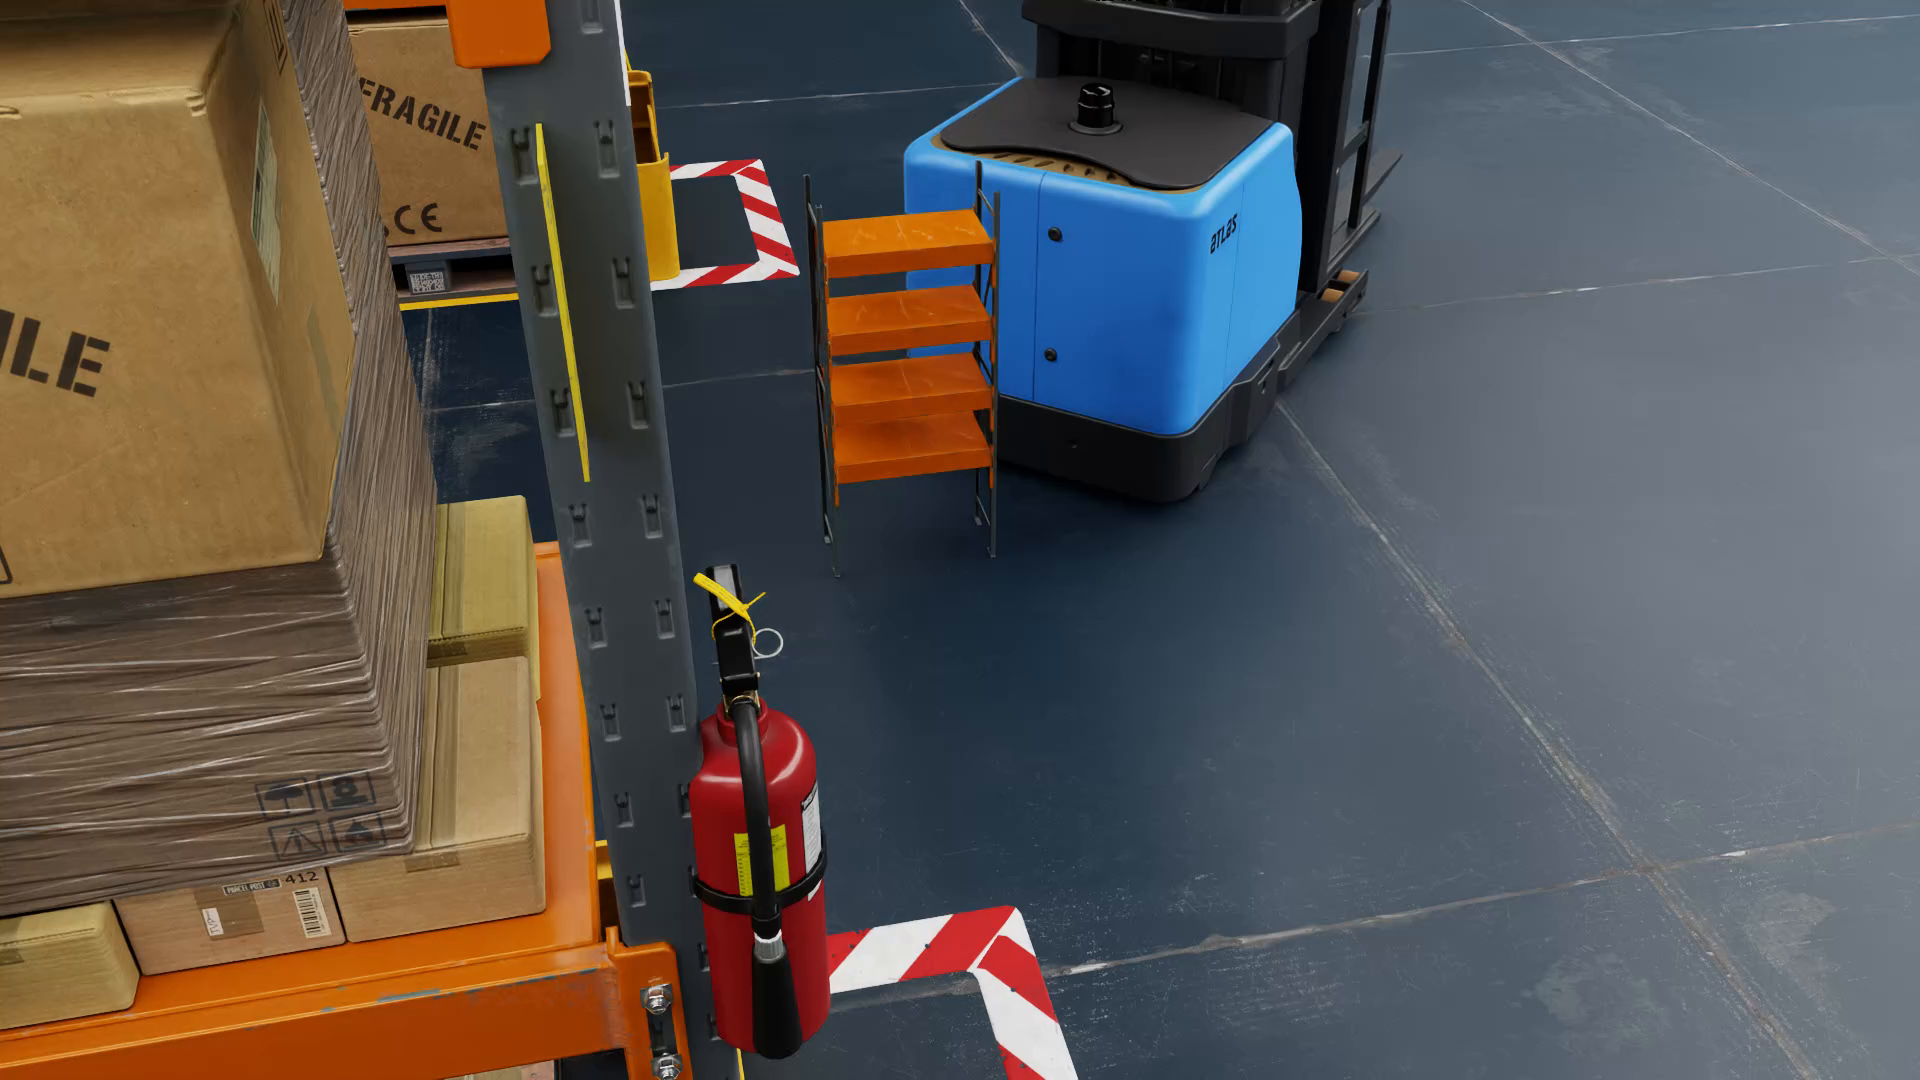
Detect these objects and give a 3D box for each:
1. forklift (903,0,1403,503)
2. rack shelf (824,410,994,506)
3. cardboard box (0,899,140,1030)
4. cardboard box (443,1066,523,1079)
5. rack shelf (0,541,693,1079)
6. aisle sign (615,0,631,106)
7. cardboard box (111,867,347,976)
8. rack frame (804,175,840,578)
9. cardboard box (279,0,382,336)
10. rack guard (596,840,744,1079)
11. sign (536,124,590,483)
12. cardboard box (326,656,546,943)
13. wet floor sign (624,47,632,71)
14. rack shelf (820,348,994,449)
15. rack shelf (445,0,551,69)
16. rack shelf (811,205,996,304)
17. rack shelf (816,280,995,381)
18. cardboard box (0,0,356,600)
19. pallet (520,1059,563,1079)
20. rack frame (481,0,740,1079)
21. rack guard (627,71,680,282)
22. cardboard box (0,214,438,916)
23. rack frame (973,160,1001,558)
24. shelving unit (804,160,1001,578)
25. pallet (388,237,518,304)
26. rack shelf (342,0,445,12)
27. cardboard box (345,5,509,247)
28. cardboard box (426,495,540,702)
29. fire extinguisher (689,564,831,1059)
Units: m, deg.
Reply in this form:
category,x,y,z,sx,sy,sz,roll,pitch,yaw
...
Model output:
category,x,y,z,sx,sy,sz,roll,pitch,yaw
forklift,0.960,-2.134,5.800,1.130,2.935,3.031,17,37,24
rack shelf,-0.161,-0.257,5.033,0.480,0.148,0.258,-7,35,-11
cardboard box,-1.183,0.432,2.139,0.250,0.149,0.380,-7,35,-11
cardboard box,-1.087,1.023,2.900,0.500,0.500,0.500,-1,34,-2
rack shelf,-2.425,0.636,2.256,4.000,0.370,1.077,-7,35,-11
aisle sign,-0.347,-0.832,1.466,0.004,0.787,0.394,-7,35,-11
cardboard box,-0.950,0.373,2.227,0.250,0.149,0.380,-7,35,-11
rack frame,-0.399,-0.448,4.841,0.015,1.200,0.240,-7,35,-11
cardboard box,-1.070,-0.569,2.152,0.500,0.500,0.500,-7,35,-11
rack guard,-0.548,1.139,3.104,0.348,0.500,1.175,-7,35,-11
sign,-0.371,-0.216,1.558,0.005,0.325,0.100,-7,35,-11
cardboard box,-0.706,0.343,2.272,0.250,0.149,0.380,-7,35,-11
wet floor sign,-1.878,-2.719,8.722,0.232,0.644,0.267,-13,36,-19
rack shelf,-0.161,-0.422,4.923,0.480,0.148,0.258,-7,35,-11
rack shelf,-2.425,-0.609,1.420,4.000,0.370,1.077,-7,35,-11
rack shelf,-0.161,-0.804,4.666,0.480,0.148,0.258,-7,35,-11
rack shelf,-0.161,-0.608,4.798,0.480,0.148,0.258,-7,35,-11
cardboard box,-0.956,-0.287,1.731,0.500,0.500,0.500,-7,35,-11
pallet,-1.348,1.339,3.065,1.213,0.211,1.003,-7,35,-11
rack frame,-0.474,0.092,2.422,0.127,3.000,1.000,-7,35,-11
rack guard,-1.446,-1.582,7.158,0.348,0.500,1.175,-7,35,-11
cardboard box,-1.016,-0.021,2.232,0.500,0.500,0.875,-7,35,-11
rack frame,0.077,-0.508,4.930,0.015,1.200,0.240,-7,35,-11
shelving unit,-0.161,-0.478,4.885,0.503,1.200,0.258,-7,35,-11
pallet,-2.232,-1.318,7.024,1.213,0.211,1.003,-7,35,-11
rack shelf,-3.420,-2.072,6.291,4.000,0.370,1.077,-7,35,-11
cardboard box,-2.116,-1.789,6.755,0.875,0.875,0.875,-7,34,-10
cardboard box,-0.805,0.101,2.633,0.250,0.149,0.380,-7,35,-11
fire extinguisher,-0.261,0.360,2.091,0.183,0.674,0.296,-7,35,-11
